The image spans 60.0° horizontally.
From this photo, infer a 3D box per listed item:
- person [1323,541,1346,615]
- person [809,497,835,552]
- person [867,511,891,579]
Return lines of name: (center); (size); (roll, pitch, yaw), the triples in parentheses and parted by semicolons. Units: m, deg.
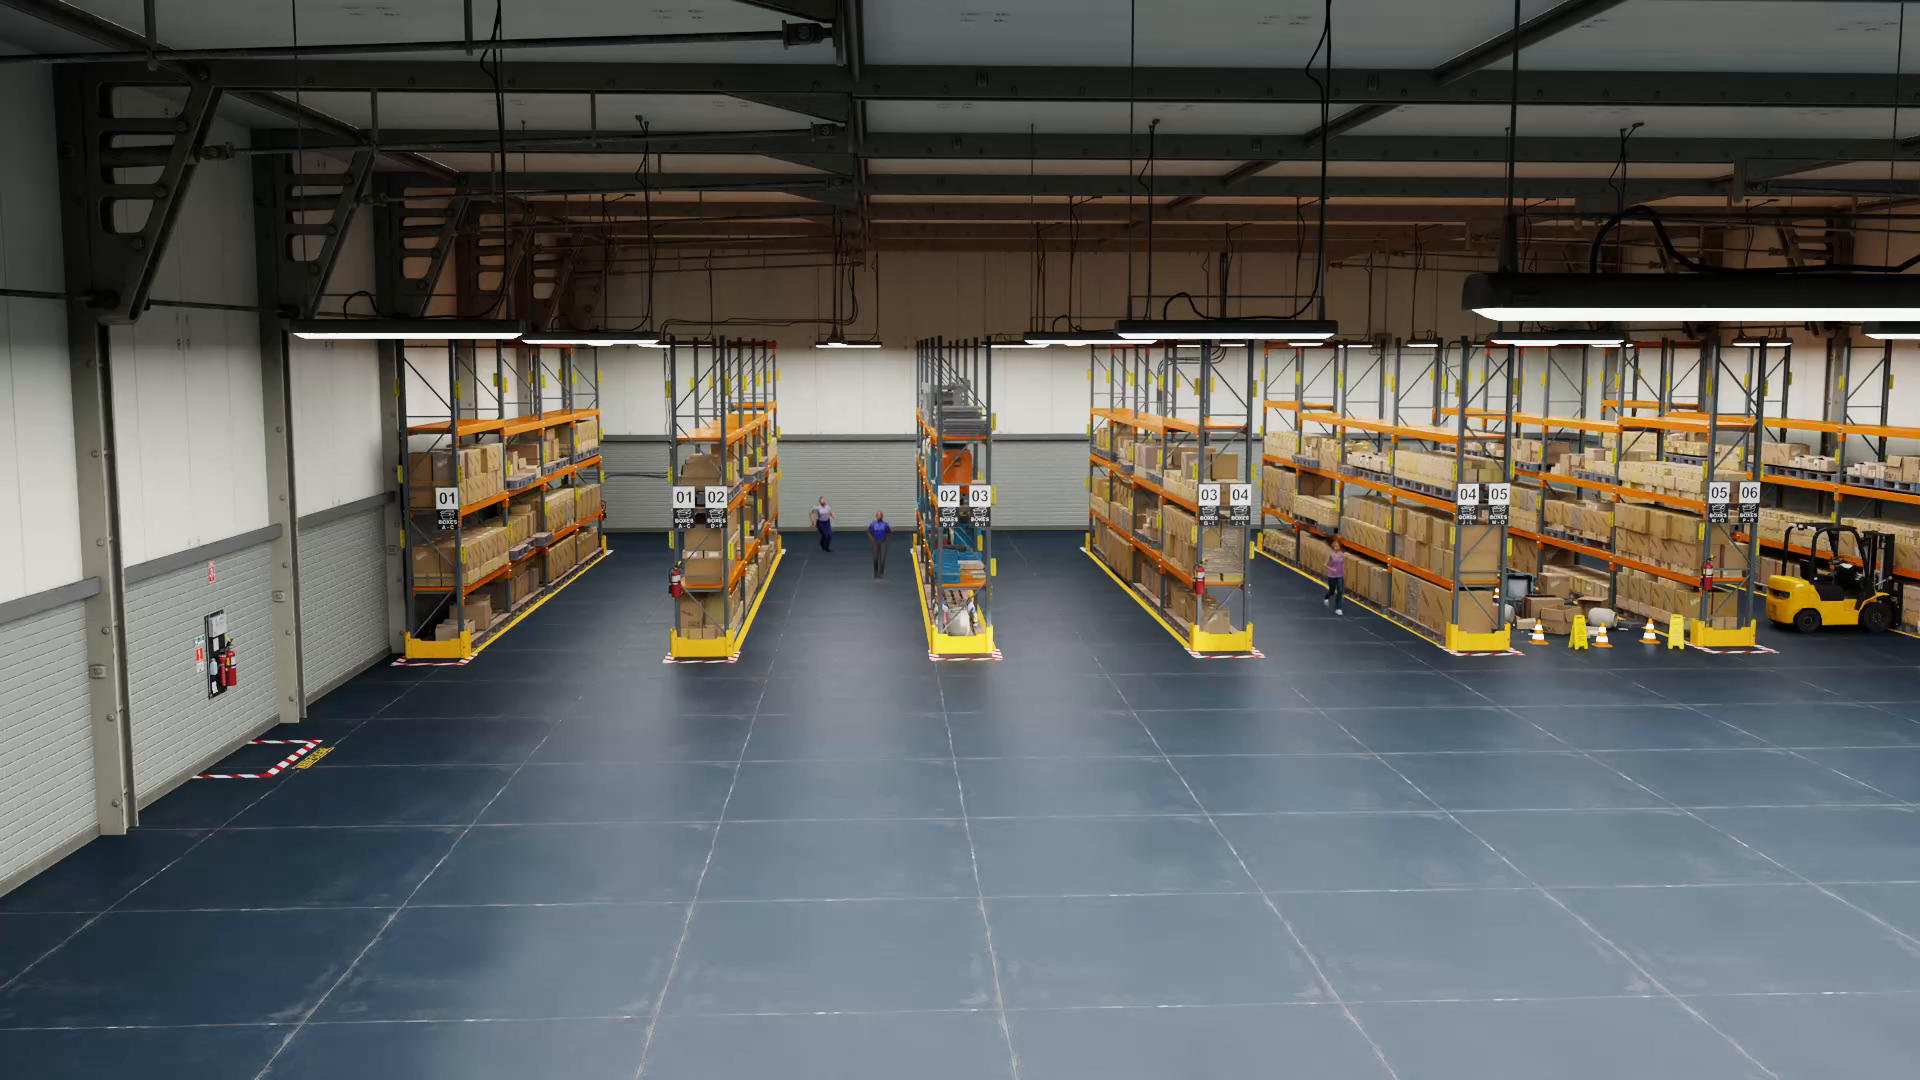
person: (8.193, 0.811, 36.355); (0.539, 1.591, 0.831); (-1, 7, -11)
person: (-3.877, -0.435, 47.260); (0.735, 1.602, 0.519); (-4, 8, -34)
person: (-1.918, 0.125, 39.716); (0.571, 1.633, 0.537); (-1, 7, -6)
